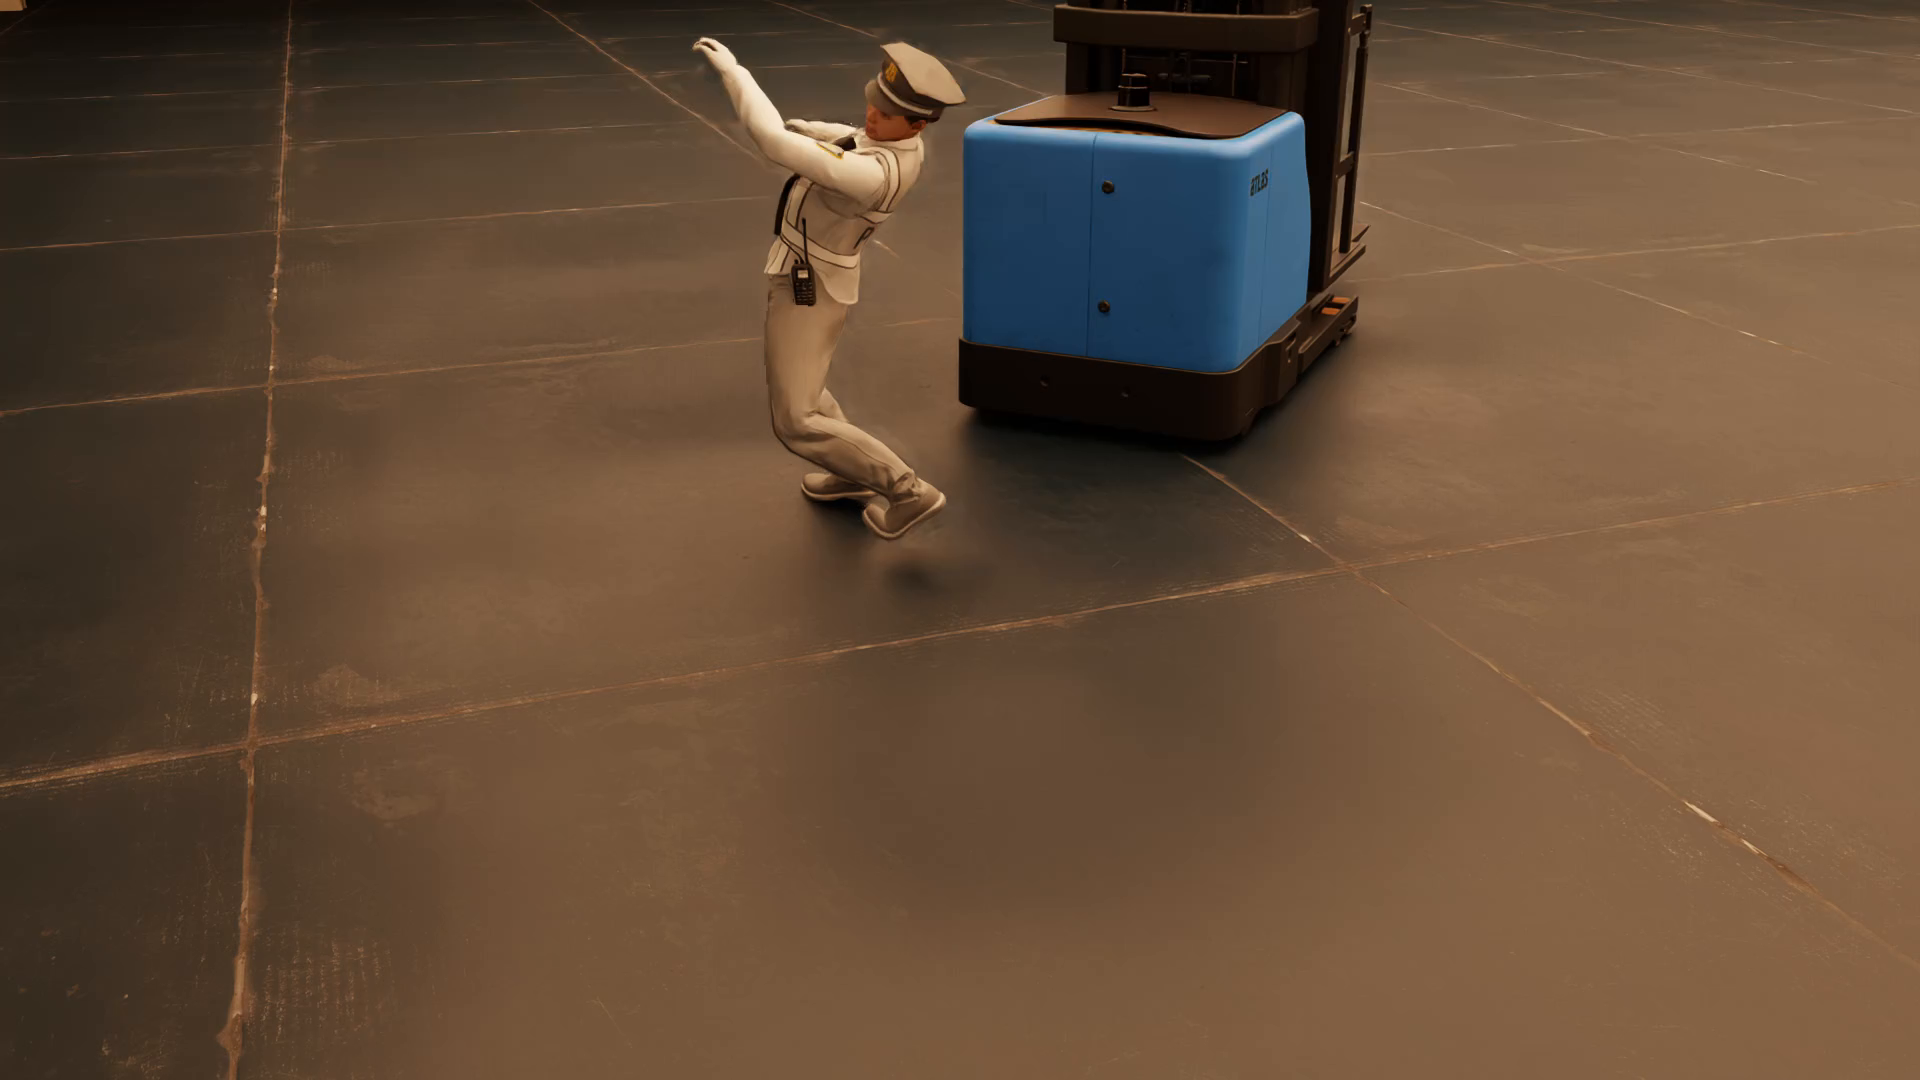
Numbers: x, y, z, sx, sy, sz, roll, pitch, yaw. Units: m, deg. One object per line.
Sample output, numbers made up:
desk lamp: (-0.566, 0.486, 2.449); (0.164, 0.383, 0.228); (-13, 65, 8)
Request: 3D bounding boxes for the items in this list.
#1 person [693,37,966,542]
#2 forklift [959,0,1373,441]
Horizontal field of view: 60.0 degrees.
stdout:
person: (-0.377, -0.792, 5.051); (0.744, 1.458, 1.001); (-2, 23, -4)
forklift: (1.072, -2.229, 6.599); (1.130, 2.935, 3.031); (10, 25, 23)
